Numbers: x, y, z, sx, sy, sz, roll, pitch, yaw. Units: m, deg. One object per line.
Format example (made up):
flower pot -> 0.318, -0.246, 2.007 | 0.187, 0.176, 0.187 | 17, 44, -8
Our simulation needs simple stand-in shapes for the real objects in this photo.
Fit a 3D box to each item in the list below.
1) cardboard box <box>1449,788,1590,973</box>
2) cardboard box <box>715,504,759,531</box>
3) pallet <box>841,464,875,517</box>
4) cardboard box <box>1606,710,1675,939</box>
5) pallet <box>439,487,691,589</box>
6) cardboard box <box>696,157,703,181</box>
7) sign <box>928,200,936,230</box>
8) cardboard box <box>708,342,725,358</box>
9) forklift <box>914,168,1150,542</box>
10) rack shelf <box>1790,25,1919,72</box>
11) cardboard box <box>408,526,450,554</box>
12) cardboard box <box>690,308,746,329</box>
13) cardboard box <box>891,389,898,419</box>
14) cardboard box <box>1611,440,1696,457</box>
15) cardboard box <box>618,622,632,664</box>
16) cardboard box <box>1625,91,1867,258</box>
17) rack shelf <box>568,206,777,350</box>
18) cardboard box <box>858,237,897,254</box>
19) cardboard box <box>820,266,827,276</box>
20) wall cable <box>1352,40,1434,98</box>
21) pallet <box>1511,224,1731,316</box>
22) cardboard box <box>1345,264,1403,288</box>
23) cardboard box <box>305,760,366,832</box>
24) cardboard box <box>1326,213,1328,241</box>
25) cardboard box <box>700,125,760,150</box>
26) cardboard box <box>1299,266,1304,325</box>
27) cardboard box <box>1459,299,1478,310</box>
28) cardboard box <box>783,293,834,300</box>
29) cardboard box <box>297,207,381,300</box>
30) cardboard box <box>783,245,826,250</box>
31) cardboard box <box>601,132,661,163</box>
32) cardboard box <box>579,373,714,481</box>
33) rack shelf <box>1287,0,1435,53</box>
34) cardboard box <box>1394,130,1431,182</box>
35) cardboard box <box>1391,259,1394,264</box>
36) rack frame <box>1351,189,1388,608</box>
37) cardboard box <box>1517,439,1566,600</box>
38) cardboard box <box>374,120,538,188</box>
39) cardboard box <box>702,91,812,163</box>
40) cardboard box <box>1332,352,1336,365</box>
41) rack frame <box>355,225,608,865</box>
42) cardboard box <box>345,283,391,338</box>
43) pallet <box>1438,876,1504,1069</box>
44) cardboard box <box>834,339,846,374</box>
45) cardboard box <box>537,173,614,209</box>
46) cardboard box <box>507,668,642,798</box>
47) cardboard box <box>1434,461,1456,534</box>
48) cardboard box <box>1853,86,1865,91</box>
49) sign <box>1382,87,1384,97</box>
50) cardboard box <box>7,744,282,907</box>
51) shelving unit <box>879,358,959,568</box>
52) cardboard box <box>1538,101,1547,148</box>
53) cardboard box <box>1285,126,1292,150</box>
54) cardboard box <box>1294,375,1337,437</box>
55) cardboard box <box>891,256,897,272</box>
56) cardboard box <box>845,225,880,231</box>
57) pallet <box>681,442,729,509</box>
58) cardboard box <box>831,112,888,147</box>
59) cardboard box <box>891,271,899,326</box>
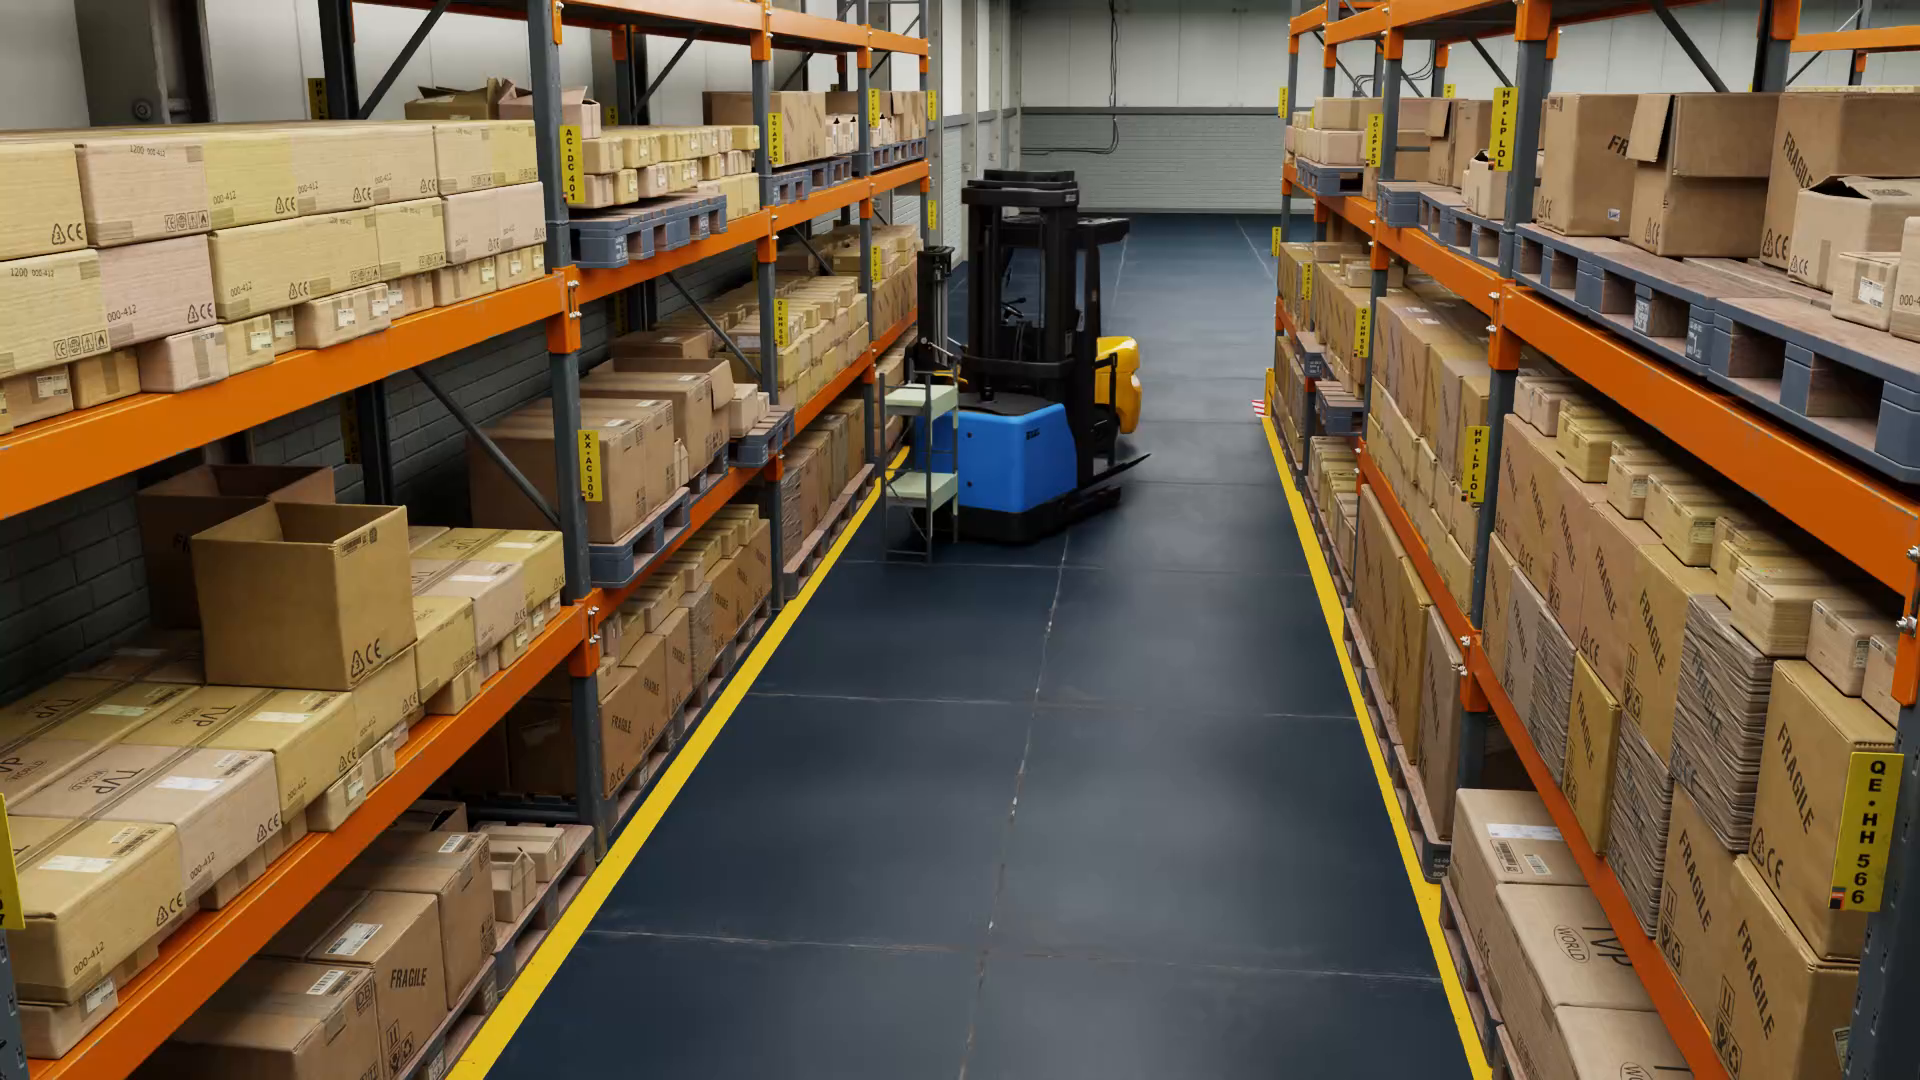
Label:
cardboard box -> 2.544, 1.409, 6.810 | 0.875, 0.438, 0.875 | 1, 15, 5
cardboard box -> -1.563, -0.141, 11.180 | 0.380, 0.149, 0.250 | 1, 15, 4
pallet -> -1.352, -0.467, 14.984 | 1.003, 0.211, 1.213 | 2, 15, 6
cardboard box -> 2.182, 0.808, 4.737 | 0.500, 0.500, 0.500 | 2, 15, 8
pallet -> -2.012, -0.042, 8.438 | 1.003, 0.211, 1.213 | 2, 15, 6
cardboard box -> -1.726, -2.174, 9.732 | 0.380, 0.149, 0.250 | 2, 15, 7
sign -> -0.319, -3.696, 18.914 | 0.100, 0.325, 0.005 | 2, 15, 6
cardboard box -> -1.985, -1.261, 11.910 | 0.500, 0.250, 0.500 | 2, 15, 8
forklift -> 0.776, -1.732, 14.451 | 1.130, 2.935, 3.031 | 9, 17, 29
rack shelf -> 8.780, -4.615, 15.633 | 1.077, 0.370, 4.000 | 2, 15, 6
cardboard box -> -2.535, 0.119, 7.193 | 0.500, 0.250, 0.500 | 2, 15, 6
cardboard box -> -1.850, -1.687, 12.721 | 0.380, 0.149, 0.250 | 2, 15, 6
cardboard box -> -0.892, -1.369, 16.484 | 0.500, 0.250, 0.500 | 2, 15, 6
cardboard box -> 2.334, -0.222, 5.388 | 0.380, 0.149, 0.250 | 2, 15, 6
cardboard box -> -1.934, 0.534, 8.681 | 0.380, 0.149, 0.250 | 1, 15, 3
cardboard box -> 2.602, -1.183, 5.351 | 0.797, 0.503, 0.637 | 3, 15, 11
rack shelf -> -1.985, -1.550, 9.279 | 1.077, 0.370, 4.000 | 2, 15, 6
cardboard box -> -0.855, -3.051, 17.193 | 0.380, 0.149, 0.250 | 2, 15, 7
cardboard box -> -1.495, -2.592, 16.067 | 0.380, 0.149, 0.250 | 2, 15, 8
wall cable -> 12.632, -15.649, 47.779 | 2.305, 6.003, 0.169 | 2, 15, 6
pallet -> 2.619, -0.978, 5.957 | 1.003, 0.211, 1.213 | 2, 15, 6
cardboard box -> 3.077, -1.963, 12.366 | 0.380, 0.149, 0.250 | 1, 15, 4
cardboard box -> -2.157, 0.818, 5.370 | 0.380, 0.149, 0.250 | 1, 15, 5
cardboard box -> 4.171, -3.302, 17.450 | 0.700, 0.500, 0.500 | 2, 15, 7
cardboard box -> -1.504, -2.582, 10.670 | 0.380, 0.149, 0.250 | 2, 15, 8
cardboard box -> 3.479, -2.308, 15.690 | 0.500, 0.500, 0.500 | 2, 15, 8
cardboard box -> 3.375, -1.212, 10.290 | 0.500, 0.500, 0.500 | 1, 15, 5
cardboard box -> -1.241, -1.939, 13.653 | 0.380, 0.149, 0.250 | 2, 15, 7
cardboard box -> -2.198, -0.919, 5.284 | 0.500, 0.250, 0.500 | 1, 15, 5
cardboard box -> -1.520, -2.802, 16.272 | 0.380, 0.149, 0.250 | 1, 15, 5
cardboard box -> -1.738, -1.988, 8.435 | 0.380, 0.149, 0.250 | 2, 15, 7
cardboard box -> -1.787, -0.638, 9.279 | 0.700, 0.500, 0.500 | 2, 15, 6
rack shelf -> 3.850, -4.926, 16.024 | 1.077, 0.370, 4.000 | 2, 15, 6
cardboard box -> 3.290, -2.564, 11.461 | 0.700, 0.500, 0.500 | 2, 15, 6
cardboard box -> 3.800, -2.128, 14.219 | 0.500, 0.500, 0.500 | 1, 15, 5
rack frame -> 3.173, -0.823, 10.958 | 1.000, 3.000, 0.127 | 2, 15, 6
cardboard box -> 2.364, -0.069, 6.063 | 0.500, 0.500, 0.500 | 1, 15, 6
cardboard box -> -2.028, -1.553, 6.672 | 0.500, 0.250, 0.500 | 2, 15, 6
cardboard box -> -1.478, -3.030, 12.185 | 0.700, 0.500, 0.500 | 1, 15, 5
cardboard box -> 3.072, -1.400, 12.770 | 0.380, 0.149, 0.250 | 1, 15, 4
rack frame -> -2.211, 0.070, 7.658 | 1.000, 3.000, 0.127 | 2, 15, 6
cardboard box -> -2.102, -0.755, 5.442 | 0.380, 0.149, 0.250 | 2, 15, 7
pallet -> 2.558, 1.756, 6.764 | 1.003, 0.211, 1.213 | 2, 15, 6
cardboard box -> -1.243, -1.536, 13.883 | 0.500, 0.250, 0.500 | 2, 15, 7
cardboard box -> -1.782, -1.574, 7.475 | 0.380, 0.149, 0.250 | 2, 15, 7
cardboard box -> -1.932, 0.955, 8.369 | 0.500, 0.500, 0.500 | 2, 15, 9
cardboard box -> 2.579, -0.205, 8.005 | 0.500, 0.250, 0.500 | 2, 15, 8
cardboard box -> 8.392, -4.070, 15.179 | 0.380, 0.149, 0.250 | 2, 15, 6
sign -> 4.625, -4.751, 18.044 | 0.100, 0.325, 0.005 | 2, 15, 6
cardboard box -> -2.286, 0.795, 4.692 | 0.500, 0.250, 0.500 | 2, 15, 7
shelving unit -> -0.314, -0.620, 13.080 | 0.431, 1.500, 0.755 | 4, 16, 15
cardboard box -> 3.262, -2.056, 8.776 | 0.500, 0.500, 0.500 | 2, 15, 7
cardboard box -> 3.754, -4.294, 17.767 | 0.500, 0.250, 0.500 | 1, 15, 5
cardboard box -> 3.425, -1.259, 15.597 | 0.500, 0.500, 0.500 | 1, 15, 5
cardboard box -> -0.838, -2.773, 16.735 | 0.380, 0.149, 0.250 | 1, 15, 4
cardboard box -> -1.107, -3.467, 18.733 | 0.380, 0.149, 0.250 | 1, 15, 5
pallet -> -1.974, -0.371, 9.654 | 1.003, 0.211, 1.213 | 2, 15, 6
cardboard box -> -0.972, -3.870, 15.655 | 0.500, 0.311, 0.500 | 2, 15, 7
cardboard box -> -0.900, -2.428, 16.703 | 0.500, 0.500, 0.500 | 2, 15, 6
